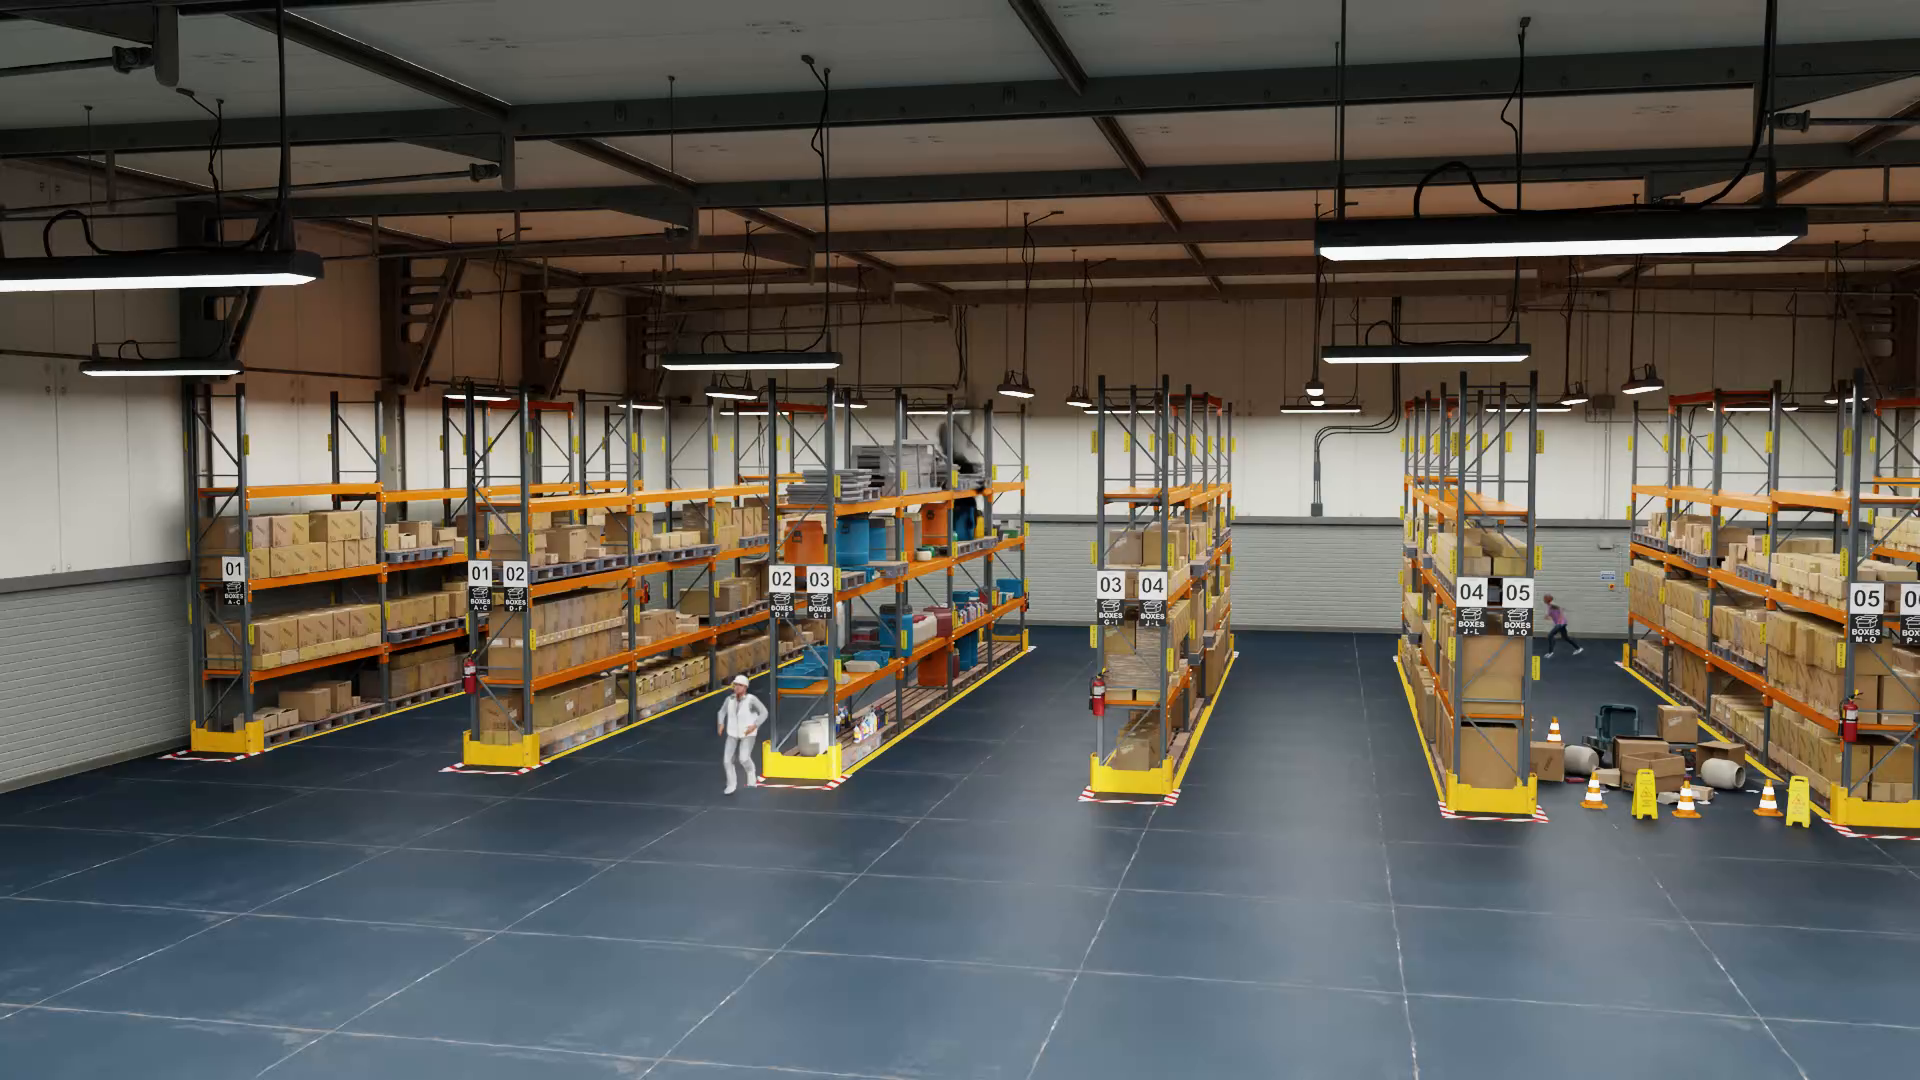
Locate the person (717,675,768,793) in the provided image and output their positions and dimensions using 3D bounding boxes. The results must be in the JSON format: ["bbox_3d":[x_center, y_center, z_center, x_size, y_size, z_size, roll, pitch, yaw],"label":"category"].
[{"bbox_3d":[-3.154,2.807,23.881,0.746,1.732,0.543,1,3,9],"label":"person"}]

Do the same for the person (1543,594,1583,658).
[{"bbox_3d":[14.130,2.036,38.957,0.913,1.547,0.579,1,3,9],"label":"person"}]

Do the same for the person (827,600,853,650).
[{"bbox_3d":[-2.631,1.848,35.680,0.607,1.699,0.880,0,3,7],"label":"person"}]
